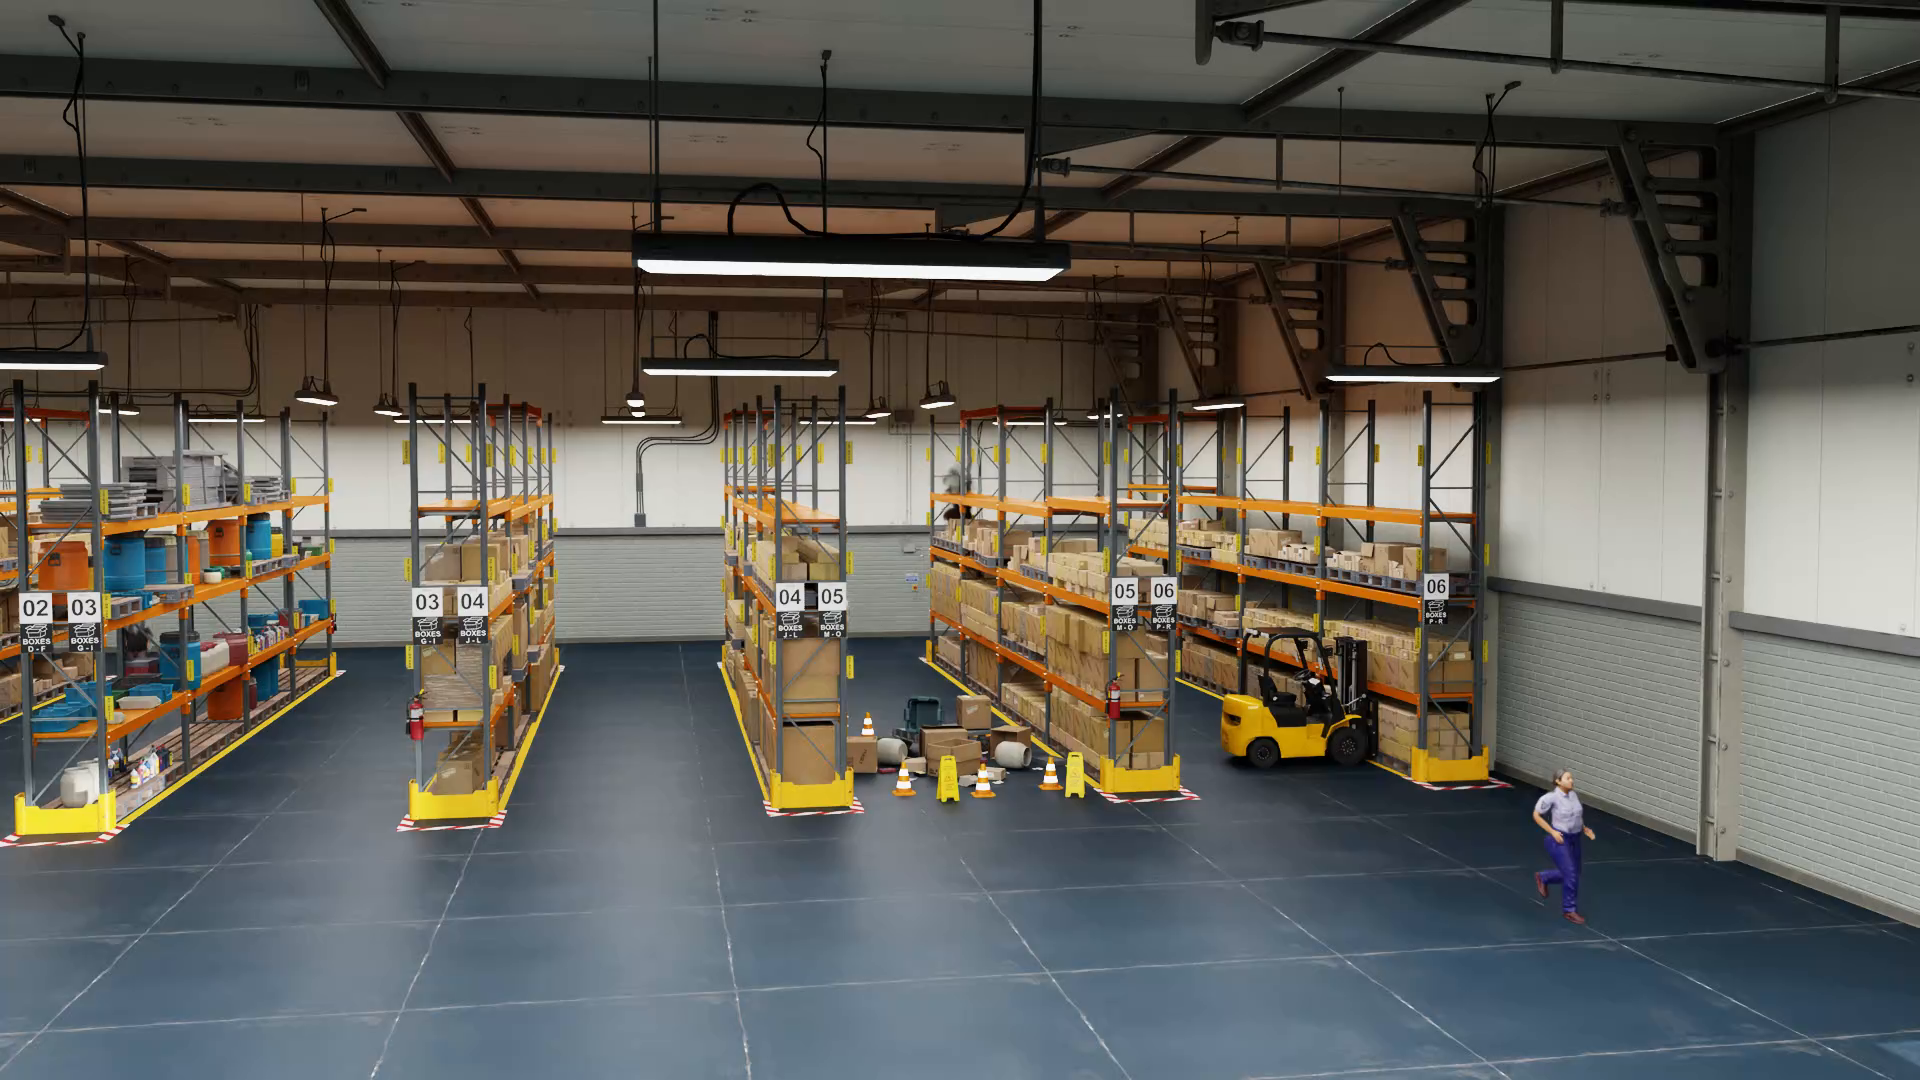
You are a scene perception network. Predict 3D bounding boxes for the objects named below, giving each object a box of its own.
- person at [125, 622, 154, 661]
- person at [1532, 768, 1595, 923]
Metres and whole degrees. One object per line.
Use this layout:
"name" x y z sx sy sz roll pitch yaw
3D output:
"person" -17.468 2.370 35.283 0.664 1.697 0.822 -1 3 -26
"person" 6.523 3.292 18.078 0.607 1.631 0.724 -2 3 -33
